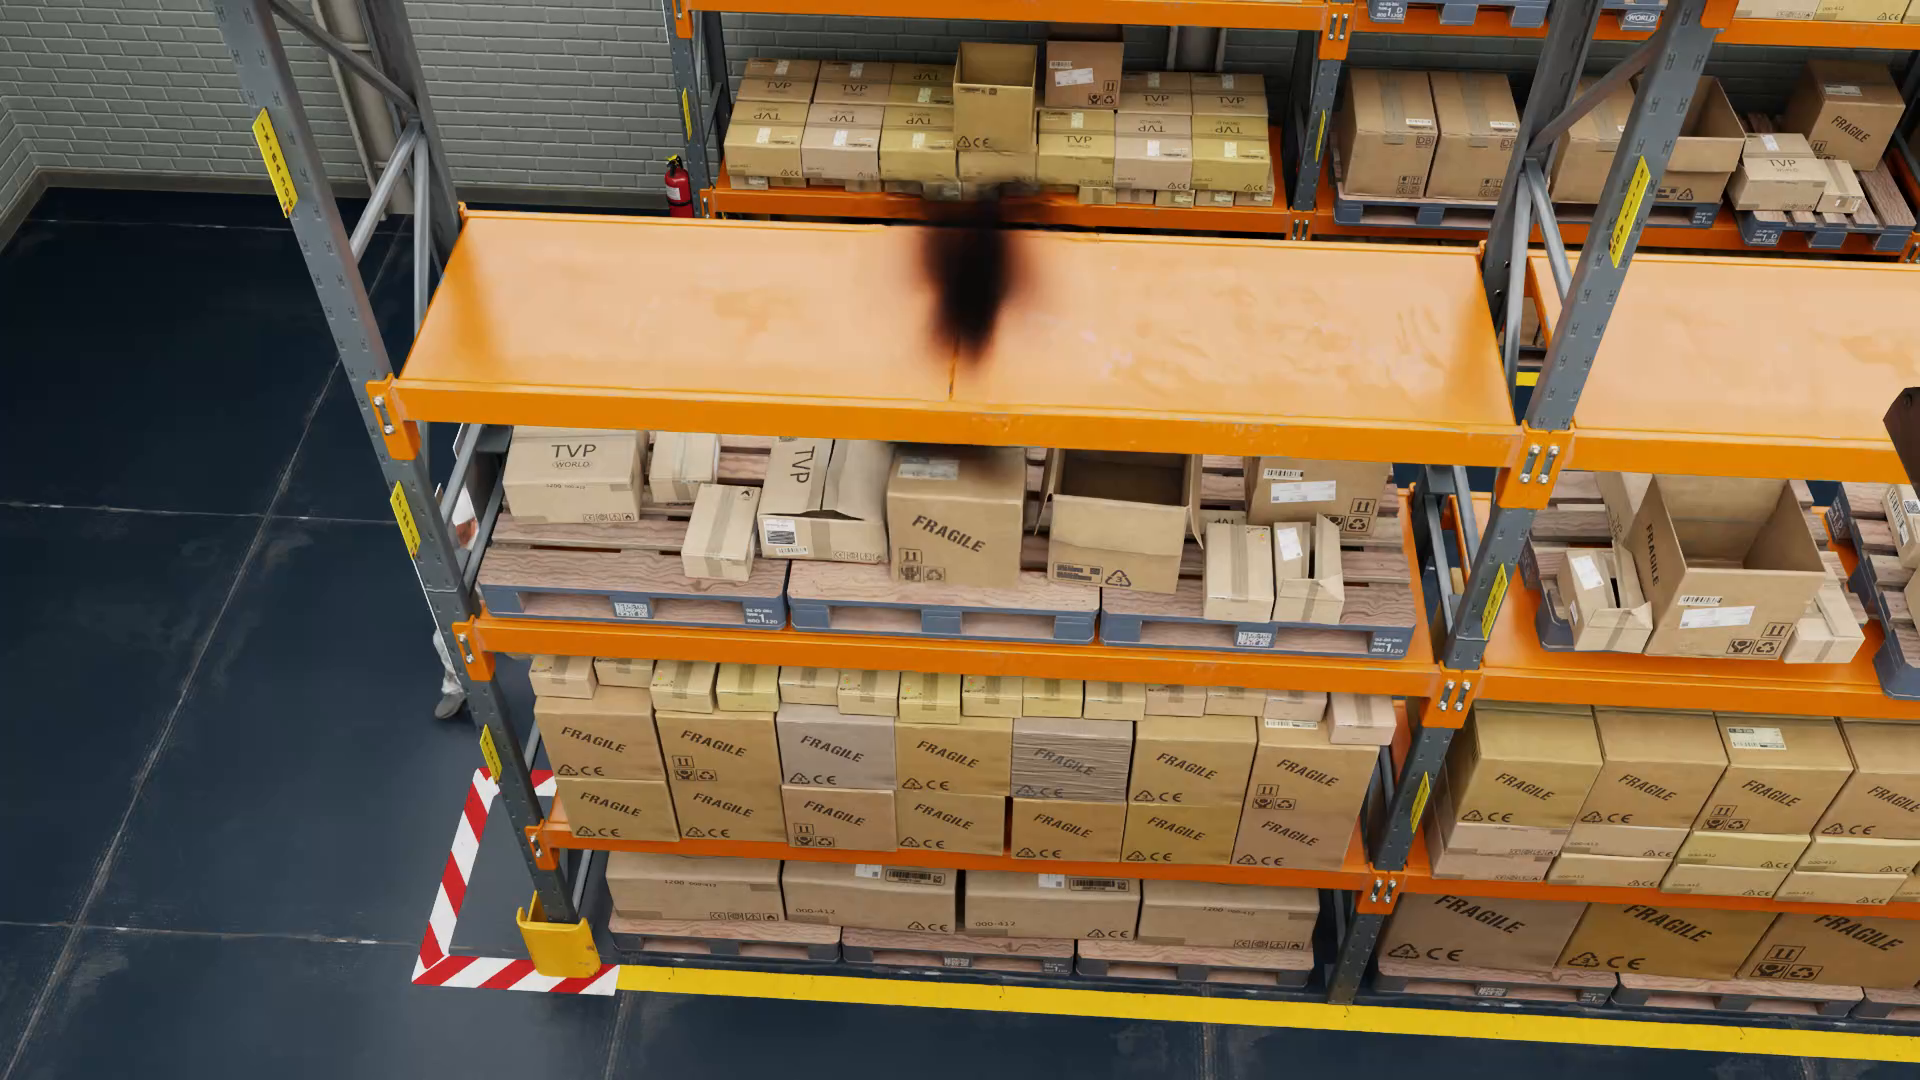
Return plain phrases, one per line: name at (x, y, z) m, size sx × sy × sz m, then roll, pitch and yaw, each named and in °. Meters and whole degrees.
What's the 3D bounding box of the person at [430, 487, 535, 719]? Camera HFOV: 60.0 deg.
person at (-2.624, 0.359, 9.219) m, size 0.871 × 1.819 × 0.667 m, roll -31°, pitch 55°, yaw -25°
